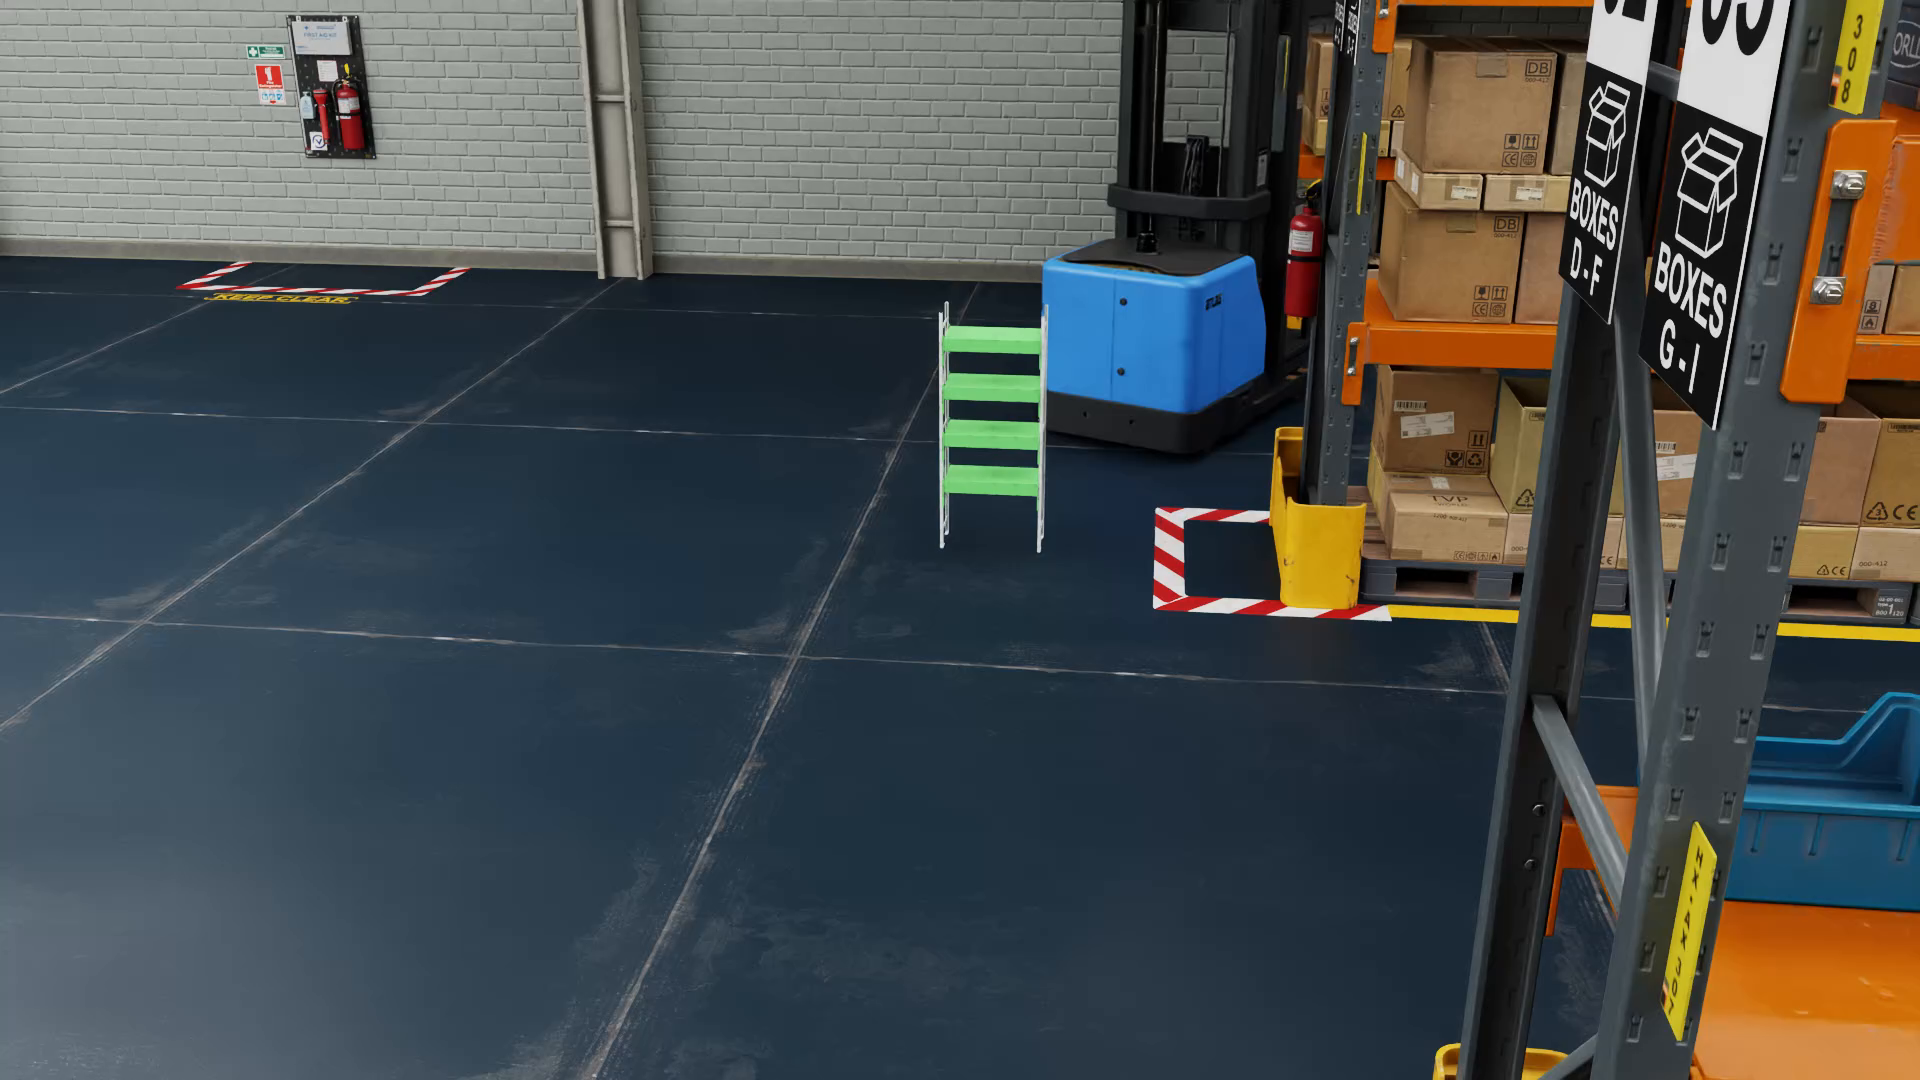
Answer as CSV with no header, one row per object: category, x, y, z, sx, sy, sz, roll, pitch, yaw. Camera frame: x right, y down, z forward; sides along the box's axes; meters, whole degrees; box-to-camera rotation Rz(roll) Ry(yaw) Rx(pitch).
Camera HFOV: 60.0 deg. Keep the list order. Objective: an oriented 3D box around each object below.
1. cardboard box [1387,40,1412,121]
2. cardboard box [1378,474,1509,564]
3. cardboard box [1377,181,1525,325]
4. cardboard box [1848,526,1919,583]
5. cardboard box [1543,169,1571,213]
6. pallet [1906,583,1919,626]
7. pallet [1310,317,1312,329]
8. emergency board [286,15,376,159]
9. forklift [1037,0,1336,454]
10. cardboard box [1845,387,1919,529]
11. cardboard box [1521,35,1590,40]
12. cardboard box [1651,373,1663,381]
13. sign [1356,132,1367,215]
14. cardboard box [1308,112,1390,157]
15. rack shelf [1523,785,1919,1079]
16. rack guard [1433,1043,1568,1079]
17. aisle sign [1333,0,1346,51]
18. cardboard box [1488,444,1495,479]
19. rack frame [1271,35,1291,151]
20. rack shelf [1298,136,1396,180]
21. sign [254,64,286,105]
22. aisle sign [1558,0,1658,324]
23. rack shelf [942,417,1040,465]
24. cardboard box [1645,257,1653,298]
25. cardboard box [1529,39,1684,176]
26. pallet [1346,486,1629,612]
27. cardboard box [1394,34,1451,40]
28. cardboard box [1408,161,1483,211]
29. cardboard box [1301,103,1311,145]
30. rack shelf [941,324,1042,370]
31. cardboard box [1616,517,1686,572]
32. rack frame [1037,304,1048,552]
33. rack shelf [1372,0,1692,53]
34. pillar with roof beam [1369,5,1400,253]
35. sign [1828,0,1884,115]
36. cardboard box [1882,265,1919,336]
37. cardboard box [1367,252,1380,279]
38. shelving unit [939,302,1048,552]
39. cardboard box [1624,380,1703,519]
cardboard box,3.255,-3.234,11.696,0.500,0.500,0.500,3,22,6
cardboard box,2.254,-0.104,7.792,0.500,0.250,0.500,2,22,6
cardboard box,2.209,-1.314,7.546,0.500,0.500,0.700,3,22,6
cardboard box,4.240,-0.017,7.572,0.500,0.250,0.500,2,22,6
cardboard box,2.622,-1.523,7.193,0.250,0.149,0.380,3,22,7
pallet,4.935,0.128,7.828,1.213,0.211,1.003,2,22,6
pallet,3.205,-1.753,12.586,1.213,0.211,1.003,2,22,6
emergency board,-5.284,-3.767,13.887,0.643,1.169,0.194,2,22,6
forklift,1.672,-2.343,10.381,1.130,2.935,3.031,13,25,30
cardboard box,4.241,-0.371,7.446,0.500,0.500,0.500,2,22,6
cardboard box,4.332,-3.378,12.062,0.500,0.500,0.500,3,22,7
cardboard box,3.310,-0.605,8.038,0.500,0.500,0.500,2,22,6
sign,1.676,-1.529,6.942,0.005,0.325,0.100,2,22,6
cardboard box,2.774,-2.903,11.880,0.500,0.250,0.500,2,22,5
rack shelf,3.147,0.937,2.967,4.000,0.370,1.077,2,22,6
rack guard,1.242,1.665,3.548,0.348,0.500,1.175,2,22,6
aisle sign,1.717,-2.611,7.428,0.004,0.787,0.394,2,22,6
cardboard box,2.813,-0.276,8.227,0.500,0.250,0.500,2,22,6
rack frame,2.327,-3.101,12.203,0.127,3.000,1.000,2,22,6
rack shelf,4.313,-2.680,12.116,4.000,0.370,1.077,2,22,6
sign,-5.821,-3.845,14.037,0.234,0.329,0.001,2,22,6
aisle sign,1.124,-0.804,2.858,0.004,0.787,0.394,2,22,6
rack shelf,0.164,-0.491,8.225,0.480,0.148,0.258,2,22,6
cardboard box,3.224,-1.269,7.434,0.500,0.500,0.700,3,22,7
cardboard box,2.785,-1.894,7.250,0.500,0.500,0.700,2,22,5
pallet,2.512,0.023,8.095,1.213,0.211,1.003,2,22,6
cardboard box,3.318,-3.421,12.169,0.500,0.500,0.500,3,22,7
cardboard box,2.112,-1.544,7.248,0.250,0.149,0.380,2,22,6
cardboard box,2.814,-3.091,12.355,0.500,0.250,0.500,3,22,7
rack shelf,0.164,-0.938,8.048,0.480,0.148,0.258,2,22,6
cardboard box,3.247,-0.062,7.685,0.500,0.250,0.500,2,22,6
rack frame,0.407,-0.540,8.174,0.015,1.200,0.240,2,22,6
rack shelf,3.733,-2.266,6.990,4.000,0.370,1.077,2,22,6
pillar with roof beam,2.617,-4.604,7.846,0.400,9.000,9.100,2,22,6
sign,1.092,-0.682,1.993,0.005,0.325,0.100,2,22,6
cardboard box,4.256,-1.226,7.325,0.500,0.500,0.700,3,22,7
cardboard box,3.003,-1.992,12.457,0.500,0.311,0.500,0,22,0
shelving unit,0.164,-0.551,8.201,0.503,1.200,0.258,2,22,6
cardboard box,3.249,-0.415,7.558,0.500,0.500,0.500,2,22,6
